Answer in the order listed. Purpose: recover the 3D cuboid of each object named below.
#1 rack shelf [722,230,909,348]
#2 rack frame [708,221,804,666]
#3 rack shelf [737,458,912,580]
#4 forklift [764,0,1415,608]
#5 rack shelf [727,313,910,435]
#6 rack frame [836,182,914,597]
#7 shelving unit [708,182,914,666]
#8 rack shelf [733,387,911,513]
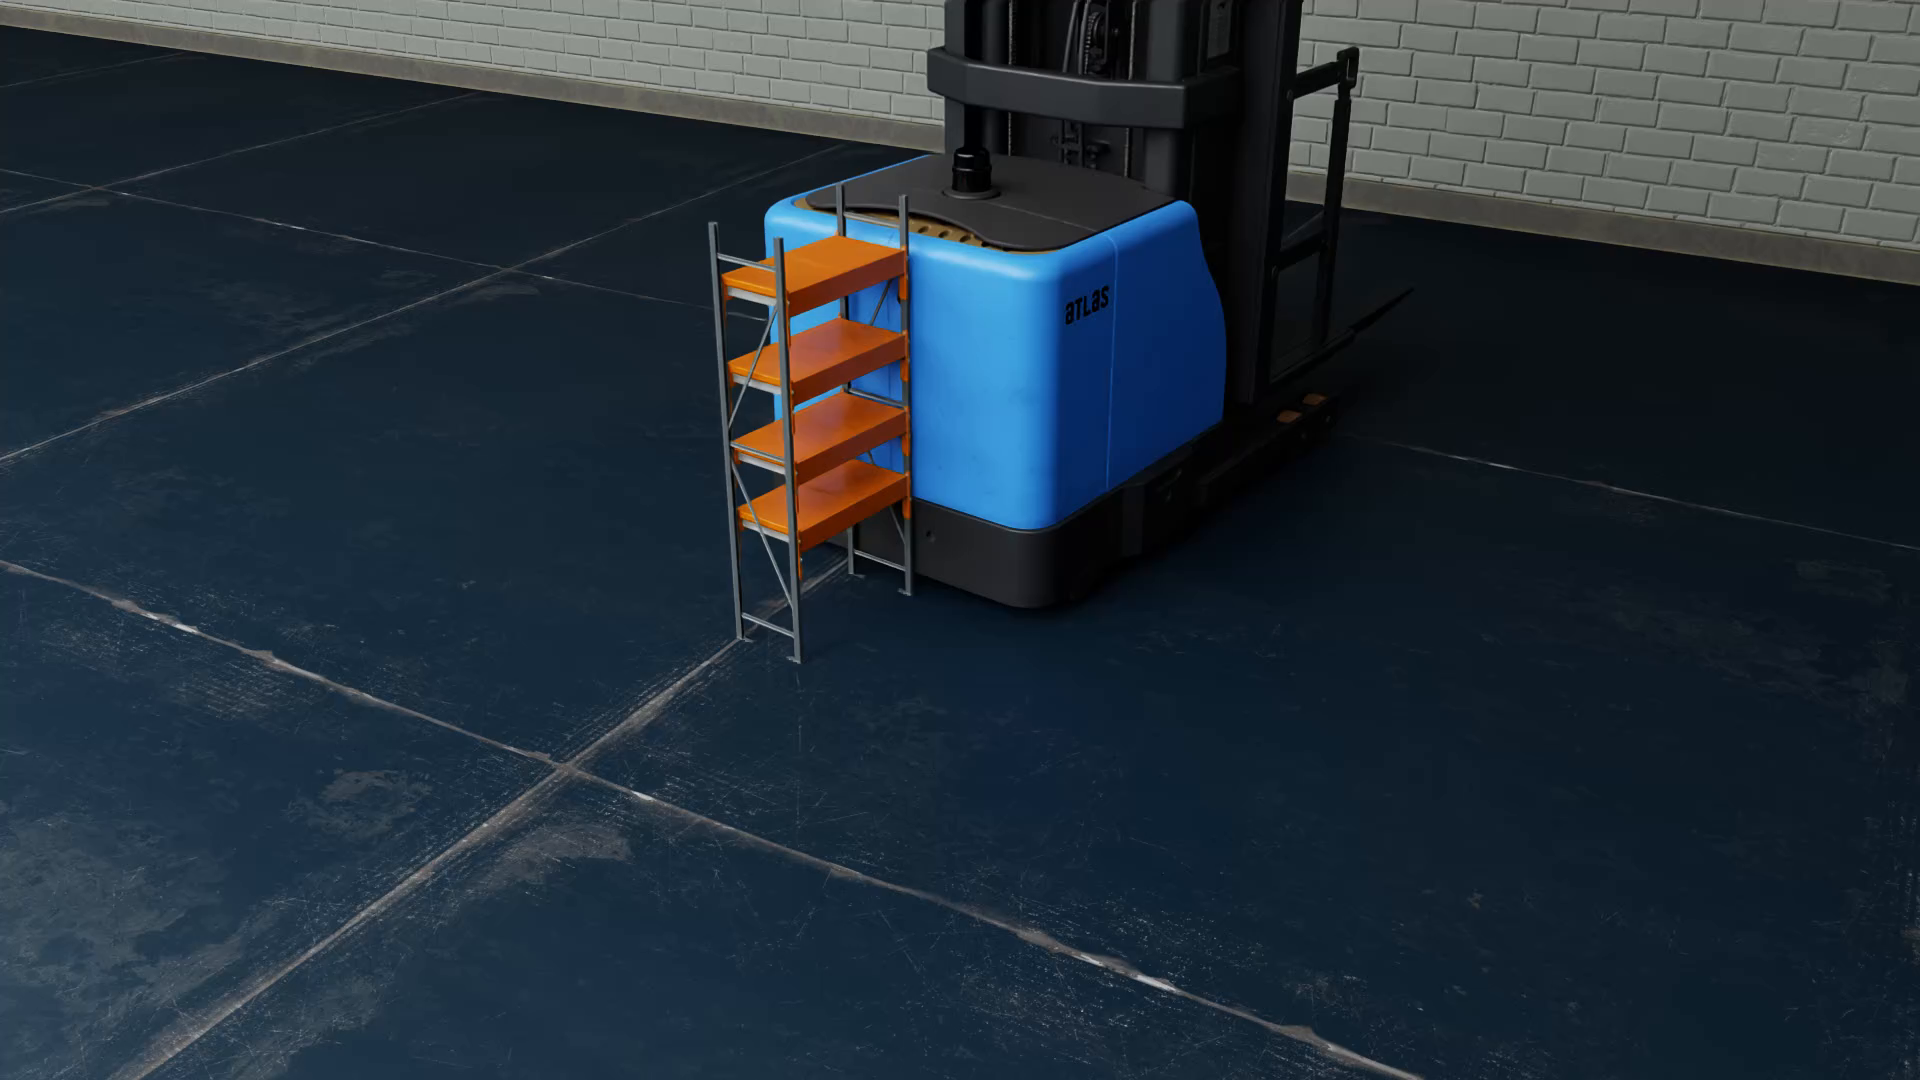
[{"bbox_3d":[-0.383,-0.666,4.362,0.258,0.148,0.480,19,32,32],"label":"rack shelf"},{"bbox_3d":[-0.529,-0.227,4.363,0.240,1.200,0.015,19,32,32],"label":"rack frame"},{"bbox_3d":[-0.383,-0.077,4.657,0.258,0.148,0.480,19,32,32],"label":"rack shelf"},{"bbox_3d":[0.703,-1.716,5.405,1.130,2.935,3.031,19,32,32],"label":"forklift"},{"bbox_3d":[-0.383,-0.454,4.468,0.258,0.148,0.480,19,32,32],"label":"rack shelf"},{"bbox_3d":[-0.236,-0.402,4.712,0.240,1.200,0.015,19,32,32],"label":"rack frame"},{"bbox_3d":[-0.383,-0.314,4.538,0.258,1.200,0.503,19,32,32],"label":"shelving unit"},{"bbox_3d":[-0.383,-0.254,4.568,0.258,0.148,0.480,19,32,32],"label":"rack shelf"}]
